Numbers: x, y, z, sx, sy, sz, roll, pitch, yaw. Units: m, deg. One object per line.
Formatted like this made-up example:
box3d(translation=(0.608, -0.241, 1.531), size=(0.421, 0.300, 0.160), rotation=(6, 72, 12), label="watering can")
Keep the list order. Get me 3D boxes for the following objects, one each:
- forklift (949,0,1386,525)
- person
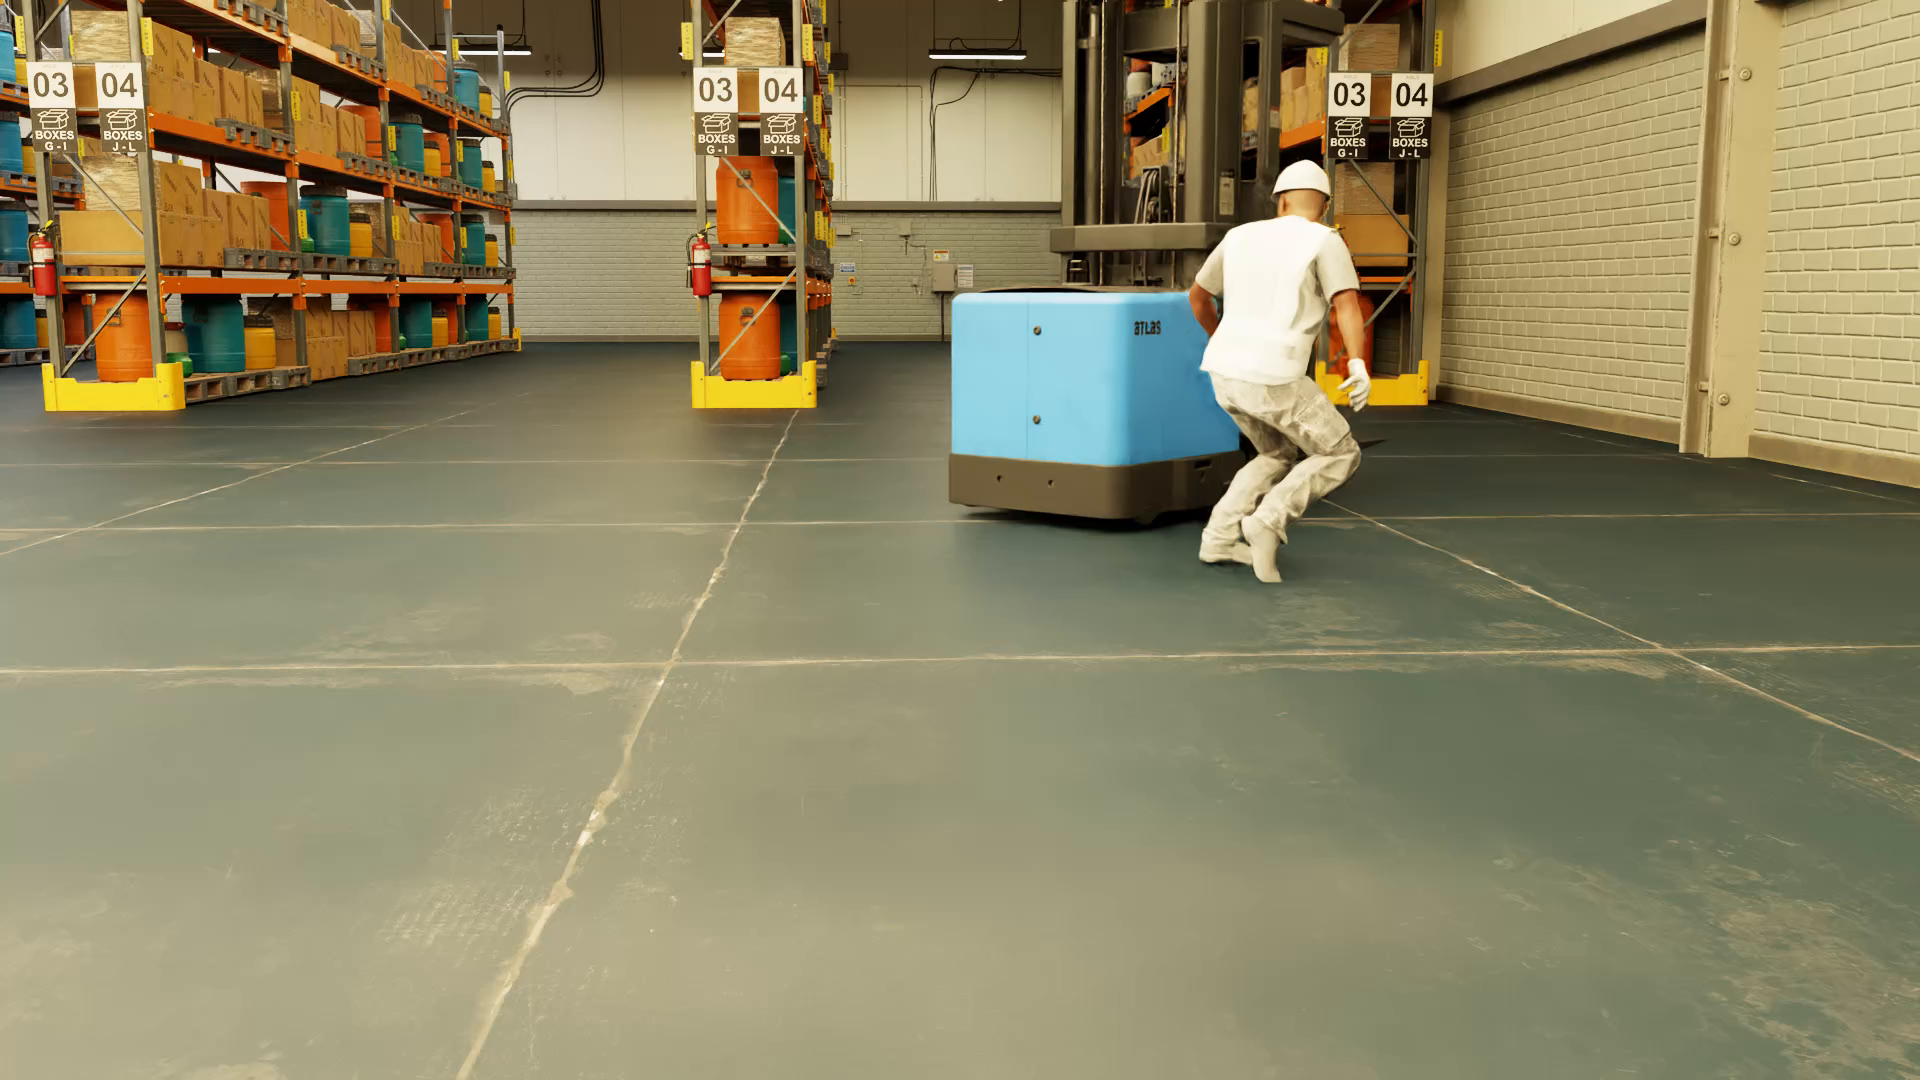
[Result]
box3d(translation=(1.278, -1.684, 8.671), size=(1.130, 2.935, 3.031), rotation=(7, 11, 40), label="forklift")
box3d(translation=(1.230, -0.637, 6.369), size=(0.541, 1.625, 1.015), rotation=(-5, 10, -30), label="person")
